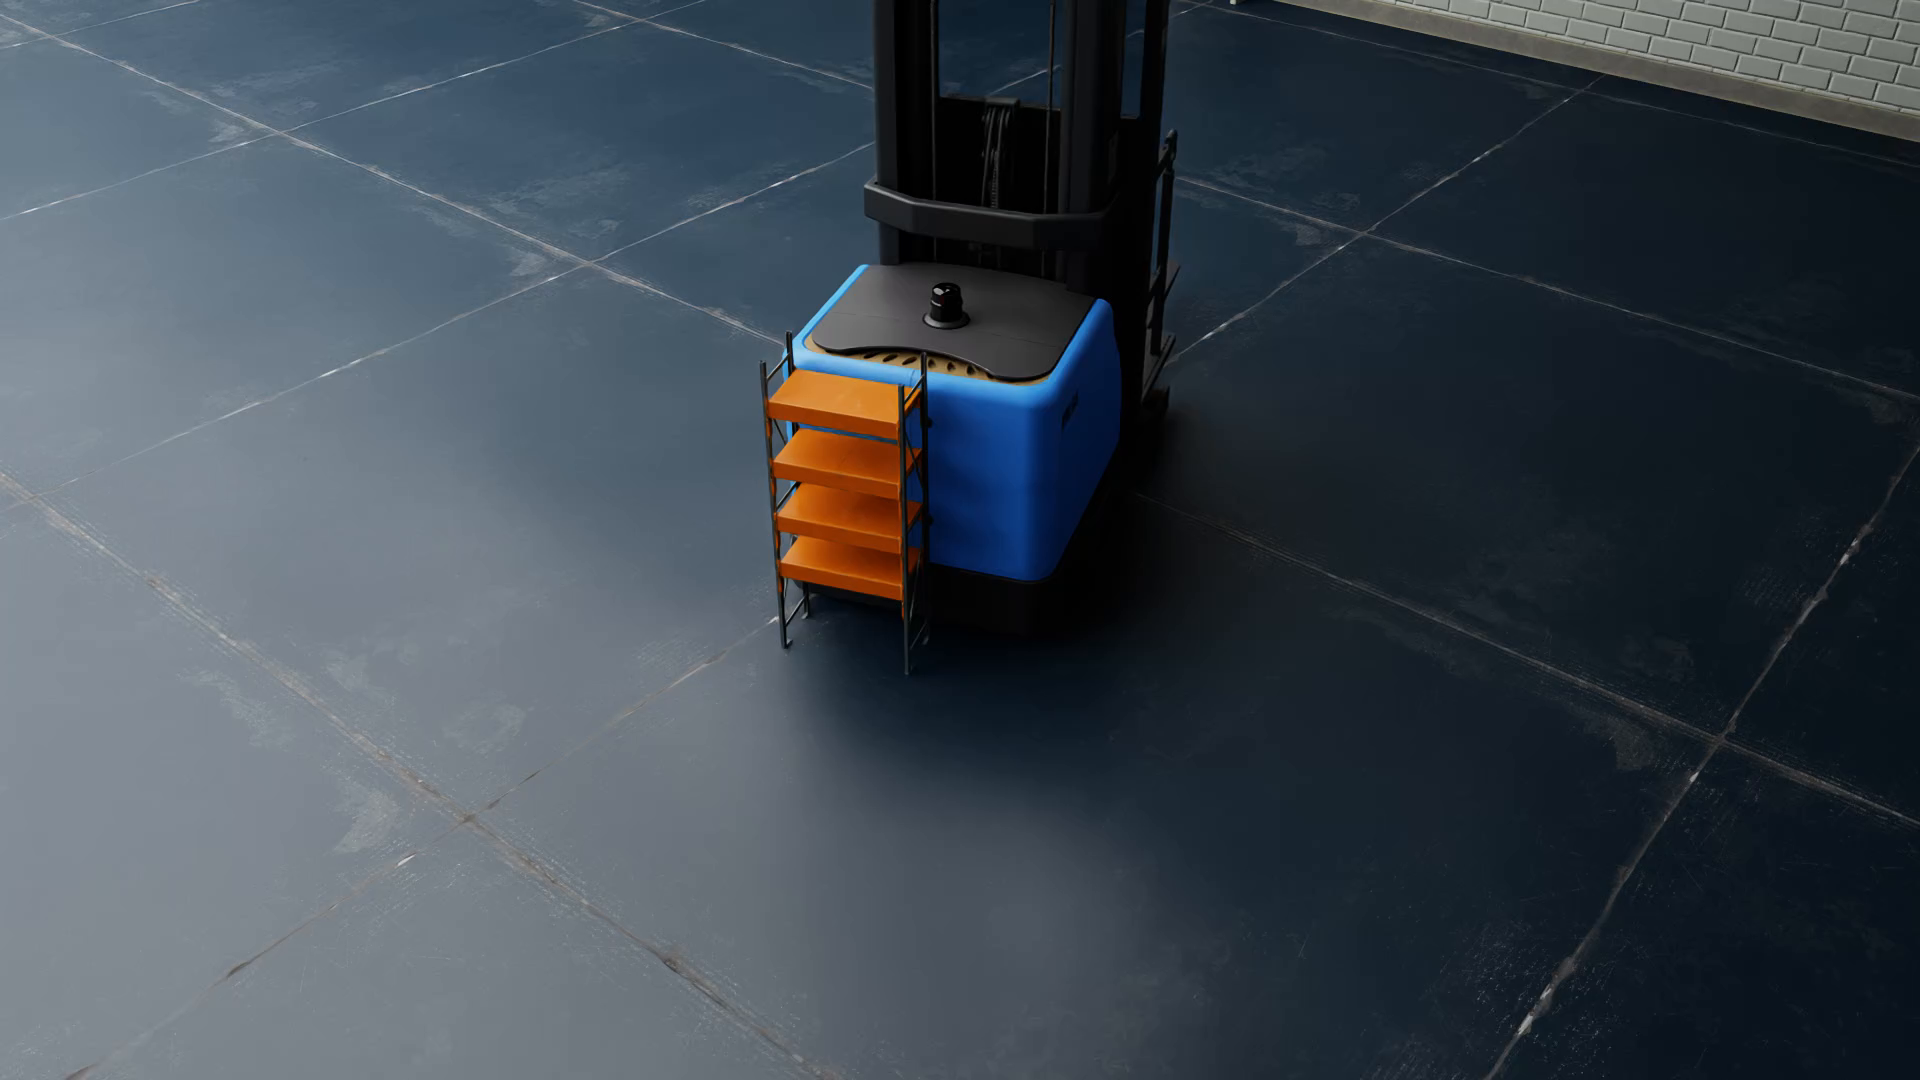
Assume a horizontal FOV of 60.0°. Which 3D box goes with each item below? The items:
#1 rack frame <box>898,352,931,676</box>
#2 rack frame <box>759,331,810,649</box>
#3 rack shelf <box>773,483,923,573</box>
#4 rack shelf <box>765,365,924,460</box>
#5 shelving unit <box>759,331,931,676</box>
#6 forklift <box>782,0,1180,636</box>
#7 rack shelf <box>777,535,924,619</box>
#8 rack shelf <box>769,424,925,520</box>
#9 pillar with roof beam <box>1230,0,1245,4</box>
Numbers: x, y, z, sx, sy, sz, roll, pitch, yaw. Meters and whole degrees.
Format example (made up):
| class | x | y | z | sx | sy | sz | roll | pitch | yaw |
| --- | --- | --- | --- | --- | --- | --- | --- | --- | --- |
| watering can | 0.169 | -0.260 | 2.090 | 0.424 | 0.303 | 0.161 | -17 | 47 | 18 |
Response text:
| class | x | y | z | sx | sy | sz | roll | pitch | yaw |
| --- | --- | --- | --- | --- | --- | --- | --- | --- | --- |
| rack frame | -0.155 | -0.067 | 5.787 | 0.015 | 1.200 | 0.240 | 11 | 36 | 15 |
| rack frame | -0.617 | -0.154 | 5.914 | 0.015 | 1.200 | 0.240 | 11 | 36 | 15 |
| rack shelf | -0.386 | -0.055 | 5.889 | 0.480 | 0.148 | 0.258 | 11 | 36 | 15 |
| rack shelf | -0.386 | -0.434 | 5.627 | 0.480 | 0.148 | 0.258 | 11 | 36 | 15 |
| shelving unit | -0.386 | -0.111 | 5.850 | 0.503 | 1.200 | 0.258 | 11 | 36 | 15 |
| forklift | 0.308 | -1.685 | 6.615 | 1.130 | 2.935 | 3.031 | 11 | 36 | 15 |
| rack shelf | -0.386 | 0.108 | 6.001 | 0.480 | 0.148 | 0.258 | 11 | 36 | 15 |
| rack shelf | -0.386 | -0.239 | 5.762 | 0.480 | 0.148 | 0.258 | 11 | 36 | 15 |
| pillar with roof beam | -0.699 | -6.069 | 7.639 | 0.400 | 9.000 | 9.100 | 25 | 42 | 32 |
